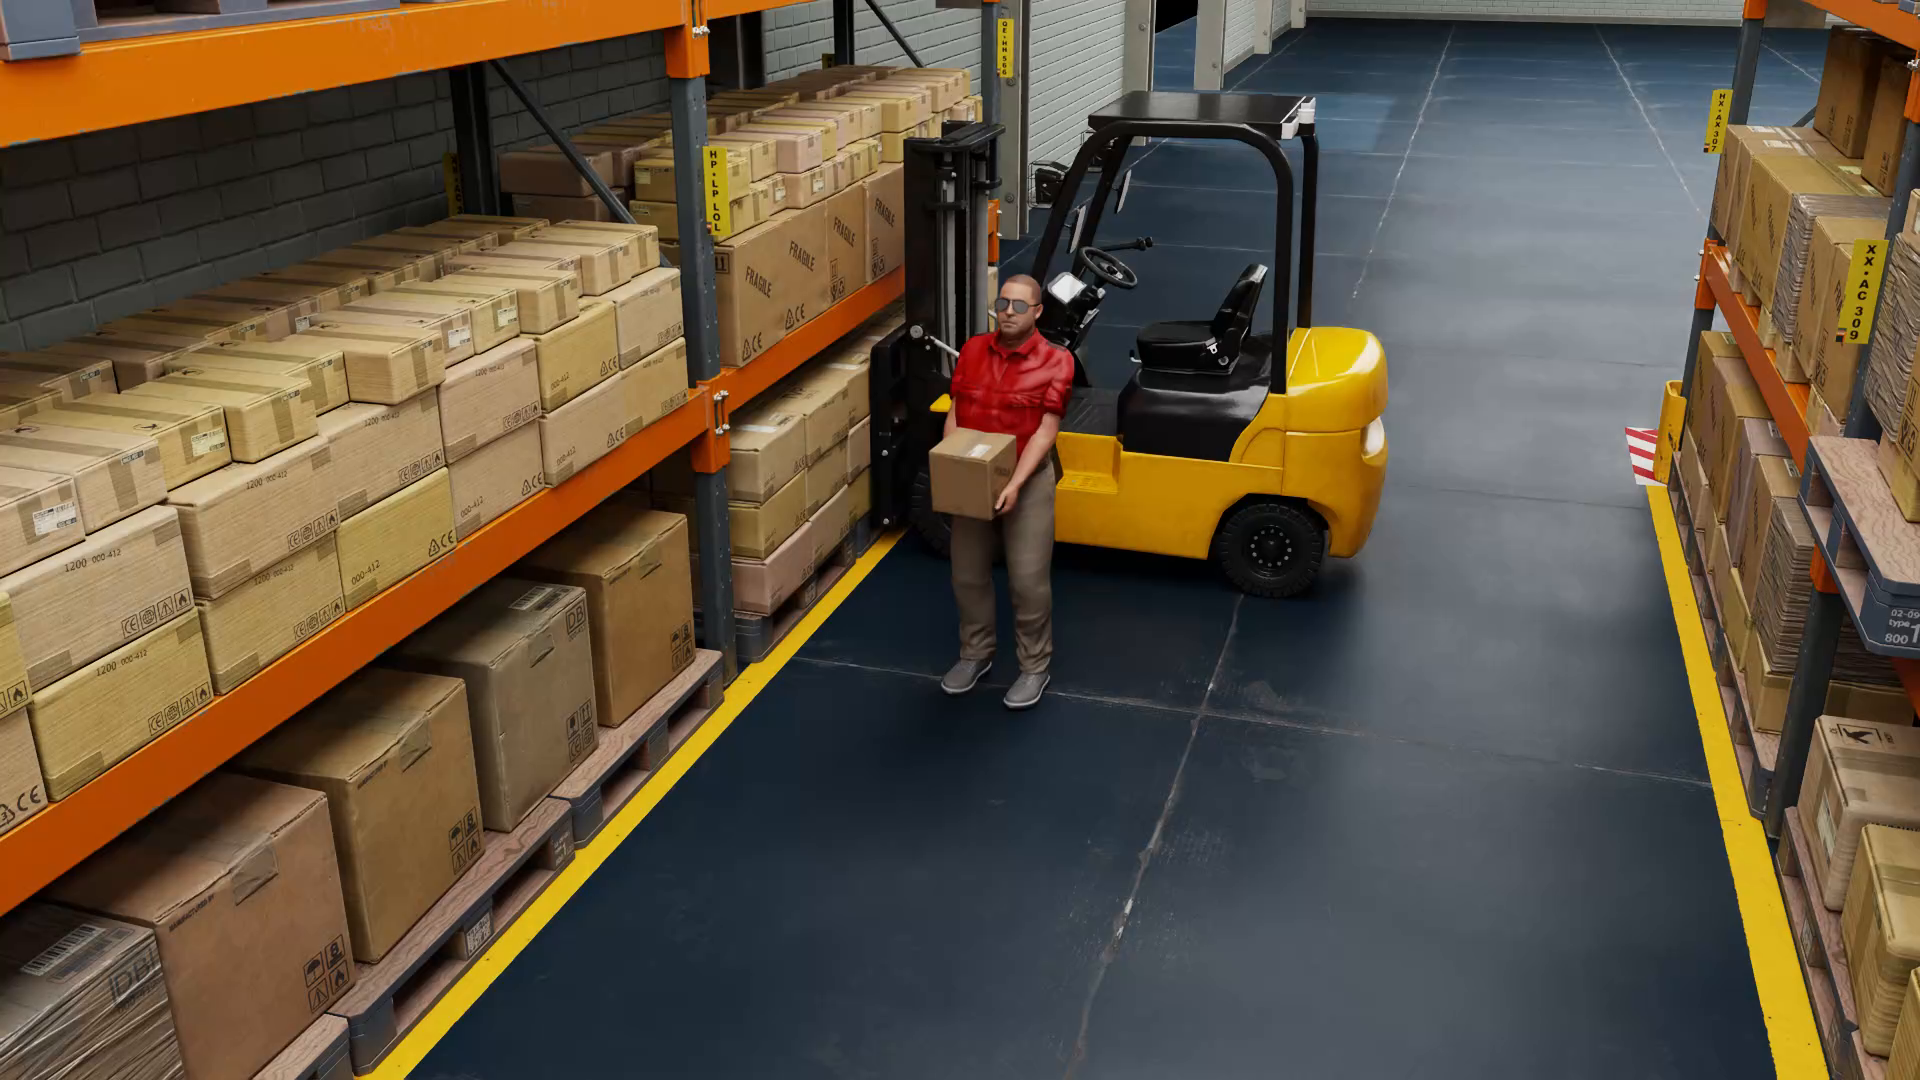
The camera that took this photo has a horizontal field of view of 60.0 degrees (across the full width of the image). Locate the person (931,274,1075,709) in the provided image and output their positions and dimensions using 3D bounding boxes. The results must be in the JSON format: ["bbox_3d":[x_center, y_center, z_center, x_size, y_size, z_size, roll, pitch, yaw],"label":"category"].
[{"bbox_3d":[0.150,-0.165,6.533,0.496,1.715,0.530,11,24,25],"label":"person"}]
